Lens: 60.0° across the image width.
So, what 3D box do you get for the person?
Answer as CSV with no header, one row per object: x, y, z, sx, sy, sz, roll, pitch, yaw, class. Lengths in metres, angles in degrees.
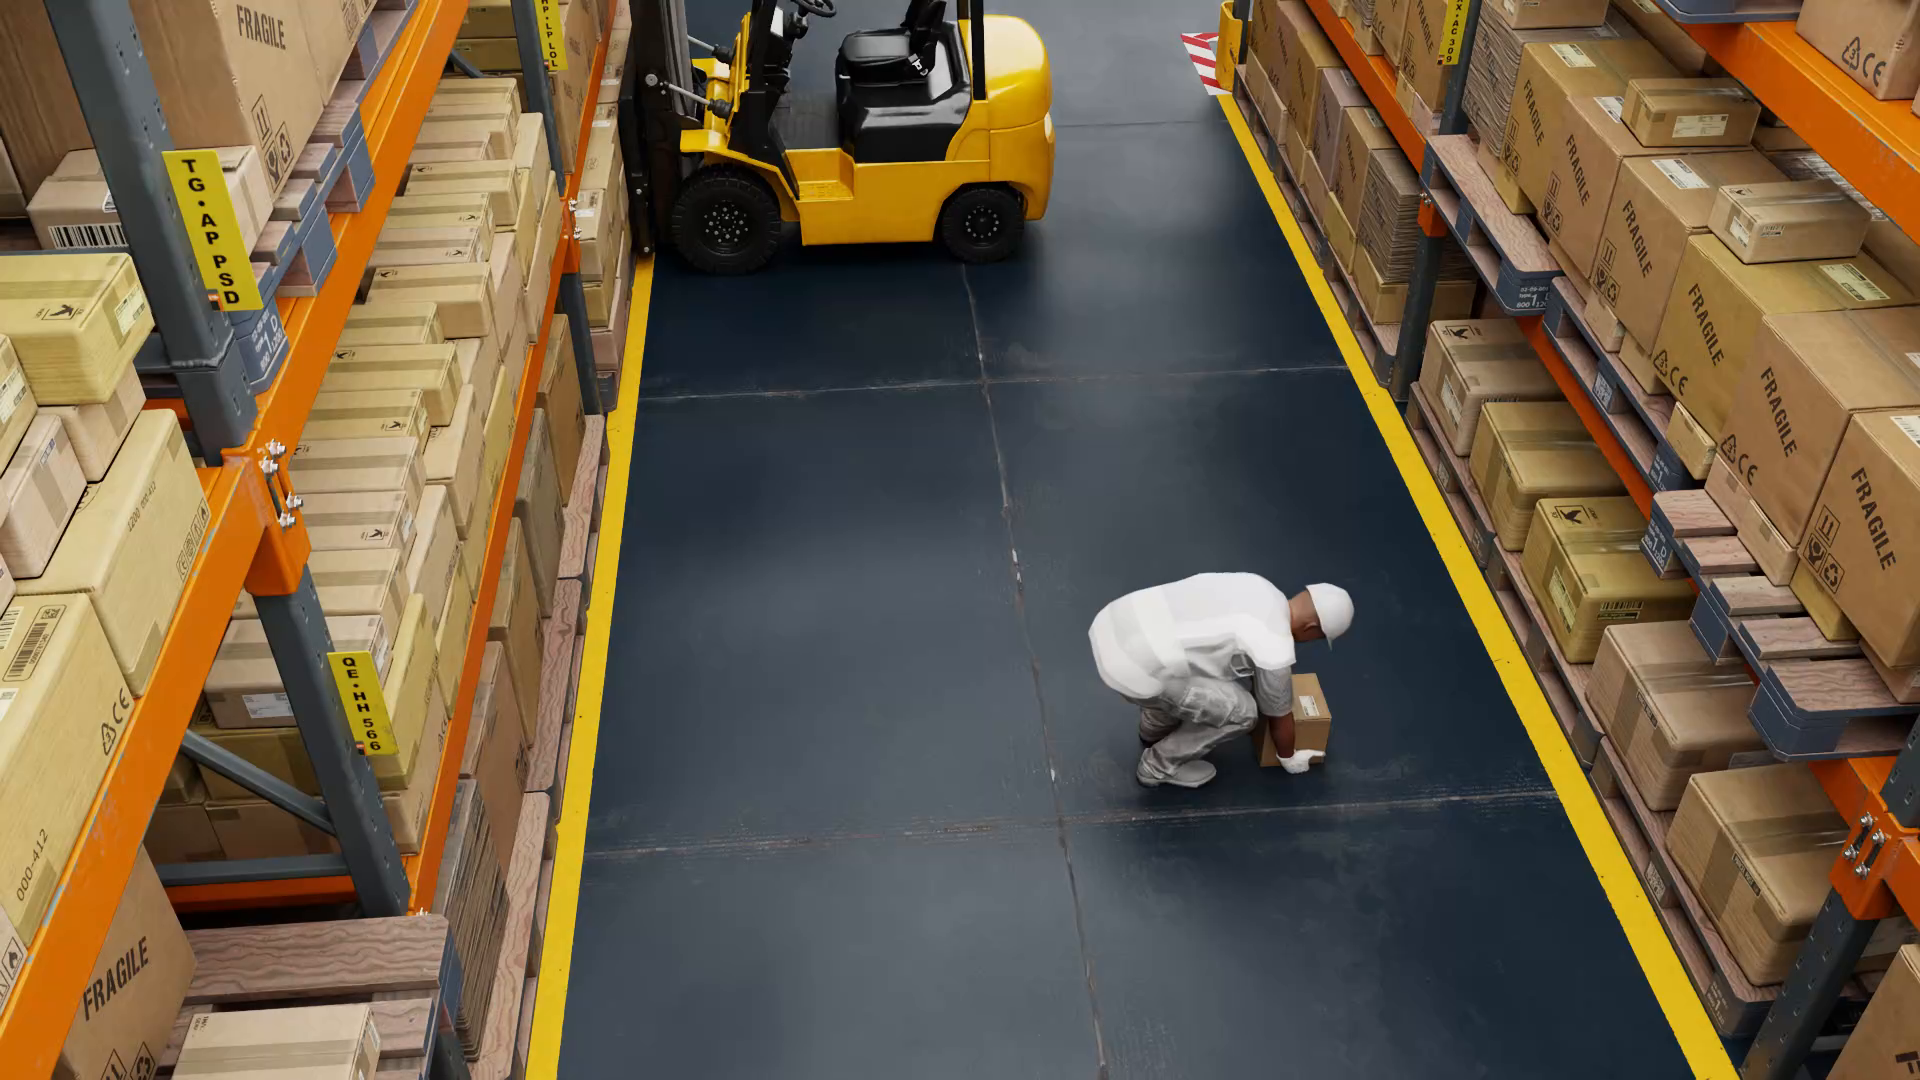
0.976,0.503,6.306,0.988,0.833,0.551,-4,39,-5,person
